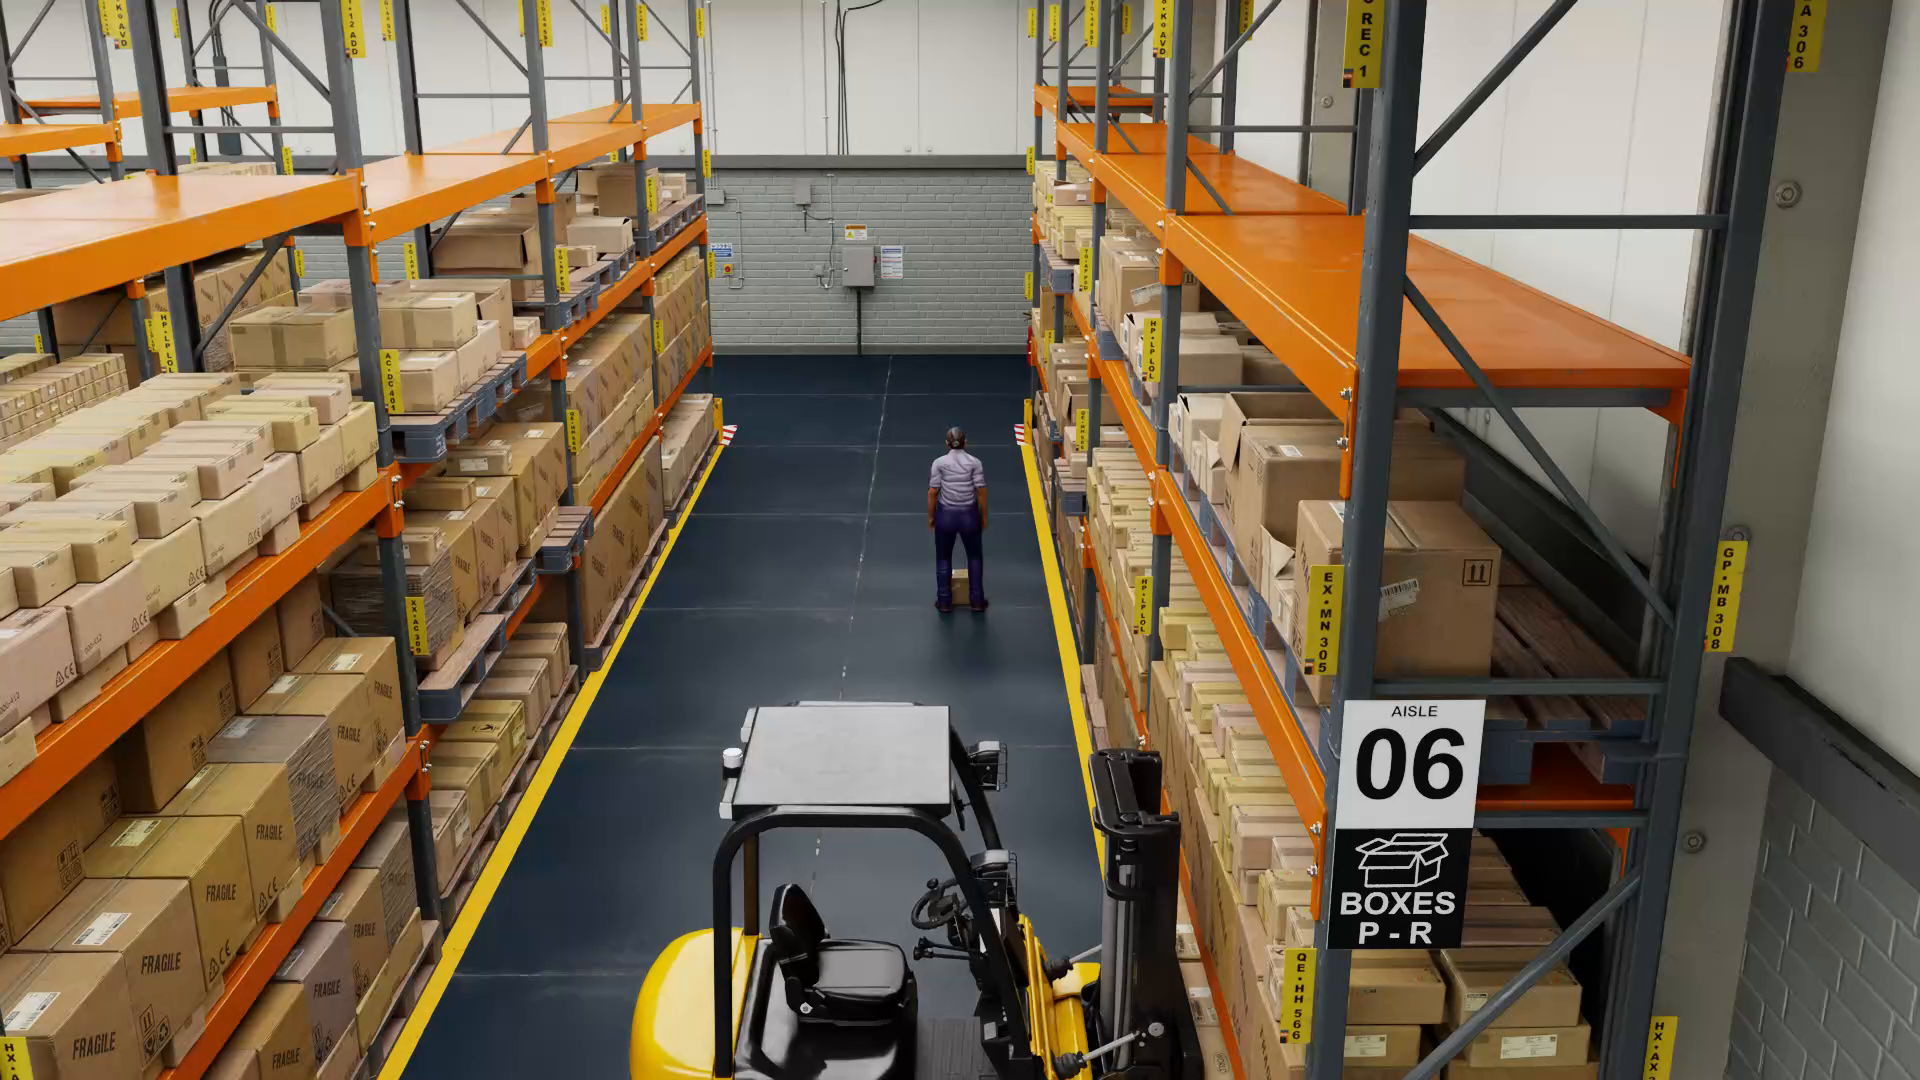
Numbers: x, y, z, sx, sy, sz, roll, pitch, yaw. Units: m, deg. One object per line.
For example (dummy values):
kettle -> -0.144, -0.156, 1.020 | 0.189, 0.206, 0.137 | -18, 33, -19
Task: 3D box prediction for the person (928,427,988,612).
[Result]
person -> -0.012, -0.179, 14.659 | 0.538, 1.652, 0.337 | 0, 17, -1
